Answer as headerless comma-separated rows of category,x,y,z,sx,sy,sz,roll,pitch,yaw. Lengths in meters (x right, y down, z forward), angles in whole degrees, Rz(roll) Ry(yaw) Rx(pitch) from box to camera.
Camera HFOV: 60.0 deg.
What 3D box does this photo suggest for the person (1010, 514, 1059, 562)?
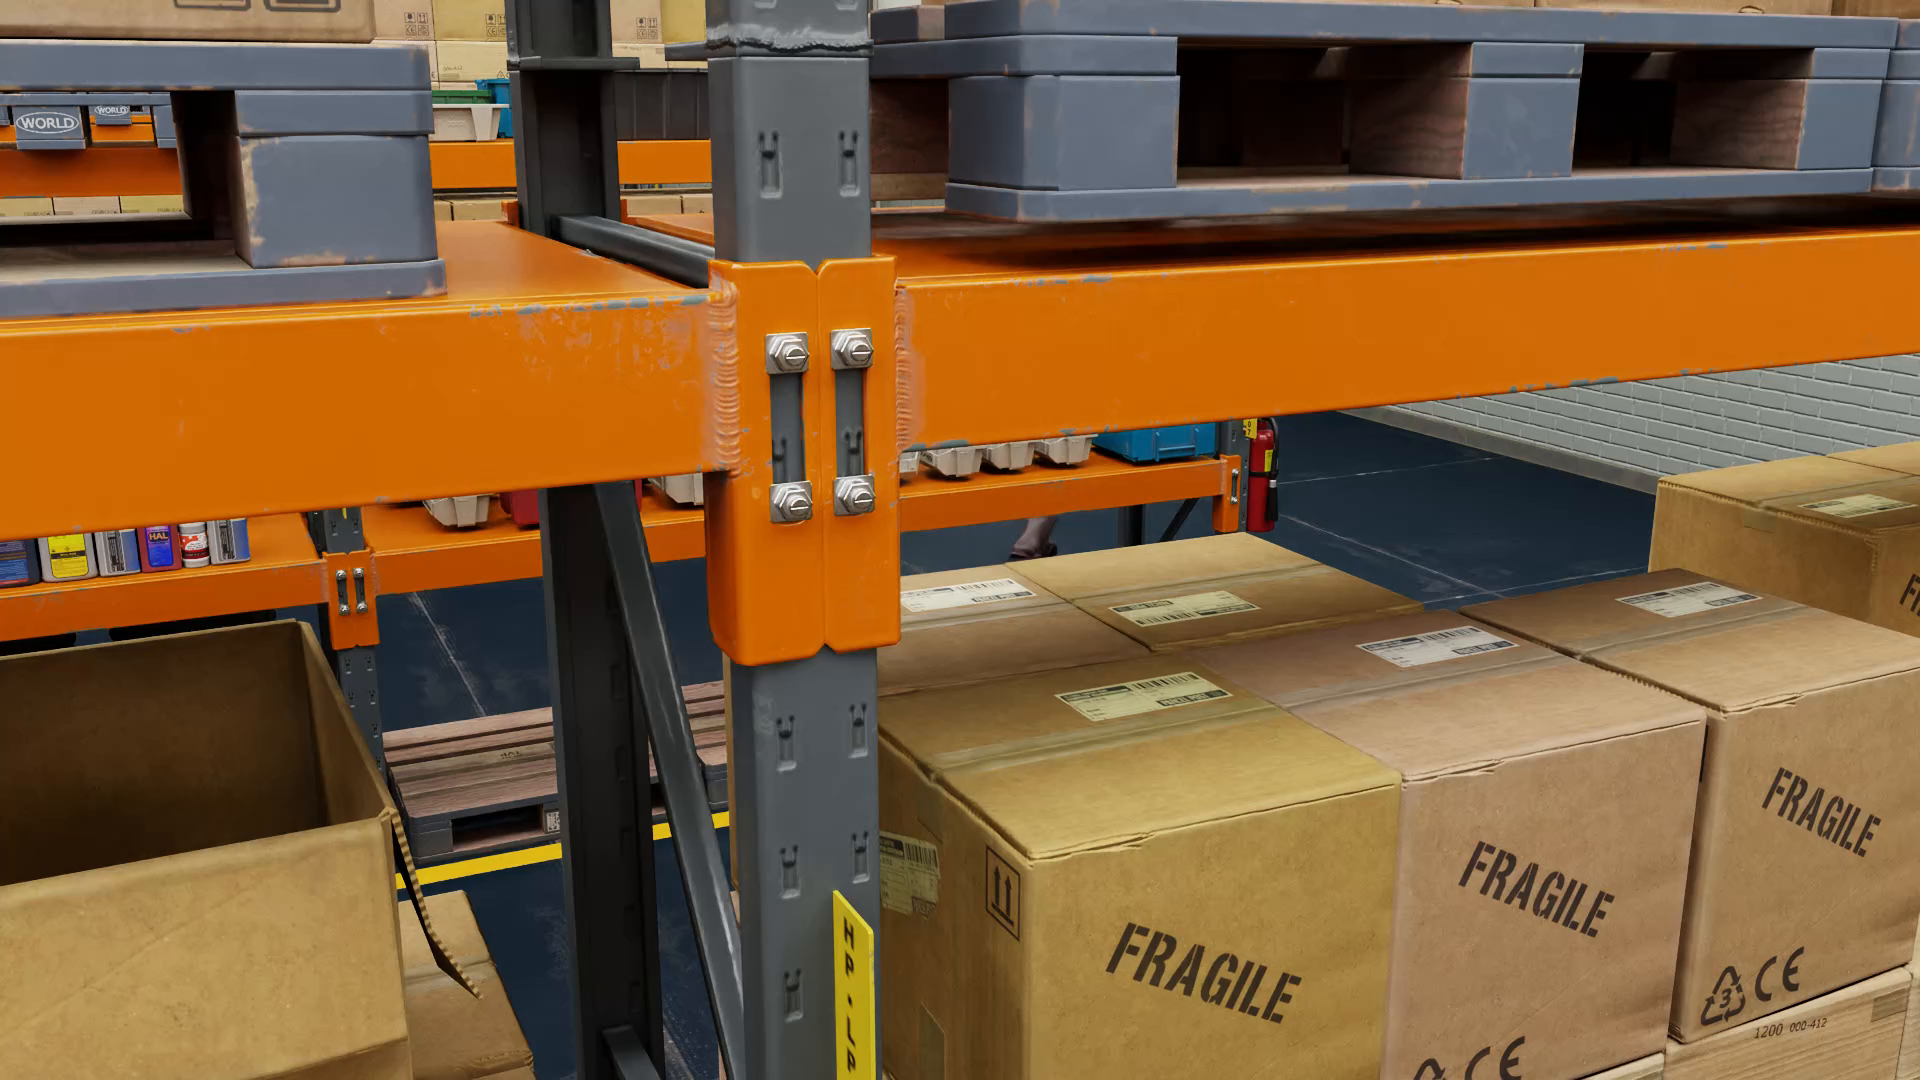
person,0.492,-0.577,10.336,0.561,1.686,0.963,7,17,26
